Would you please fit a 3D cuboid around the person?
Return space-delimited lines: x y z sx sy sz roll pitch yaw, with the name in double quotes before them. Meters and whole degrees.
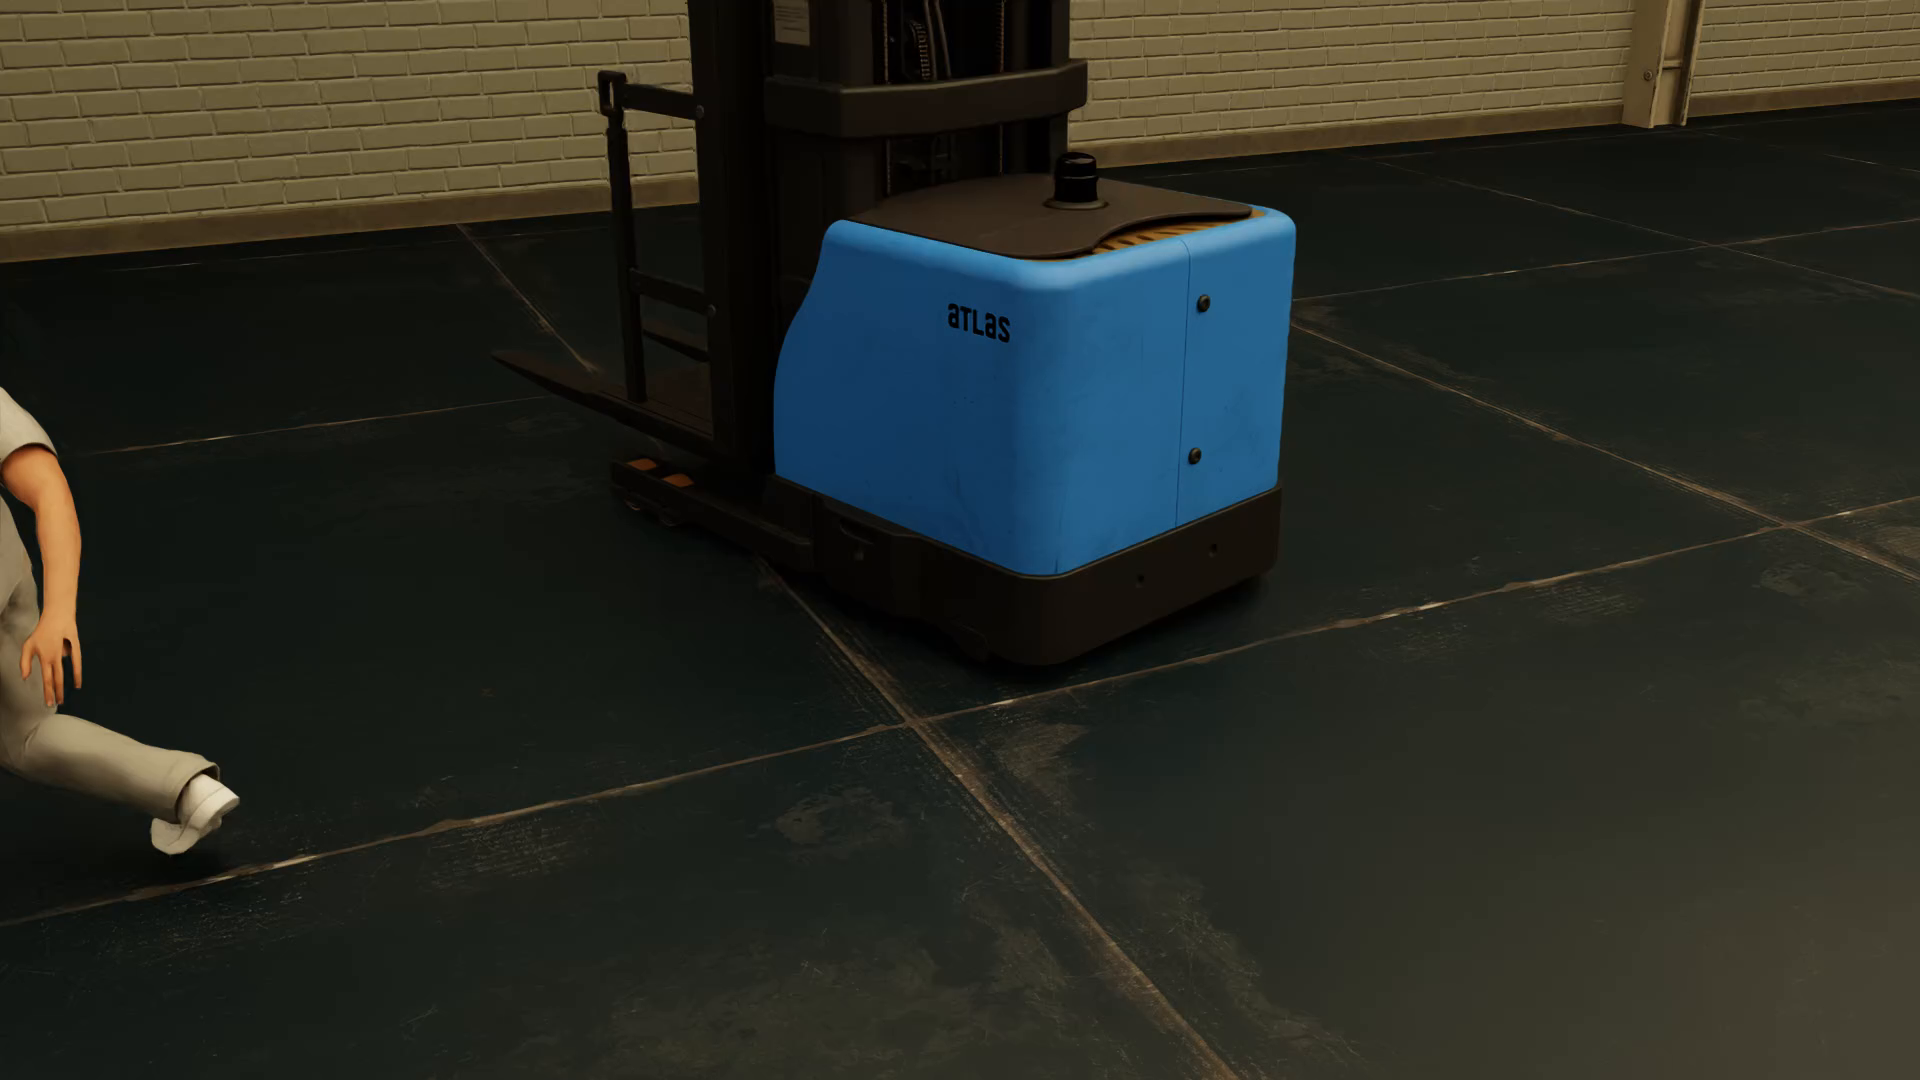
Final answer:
"person" -1.922 0.112 3.066 0.963 1.405 0.737 -5 23 -12

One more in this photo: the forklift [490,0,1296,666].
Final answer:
"forklift" -0.471 -1.514 4.930 1.130 2.935 3.031 -20 30 -40
